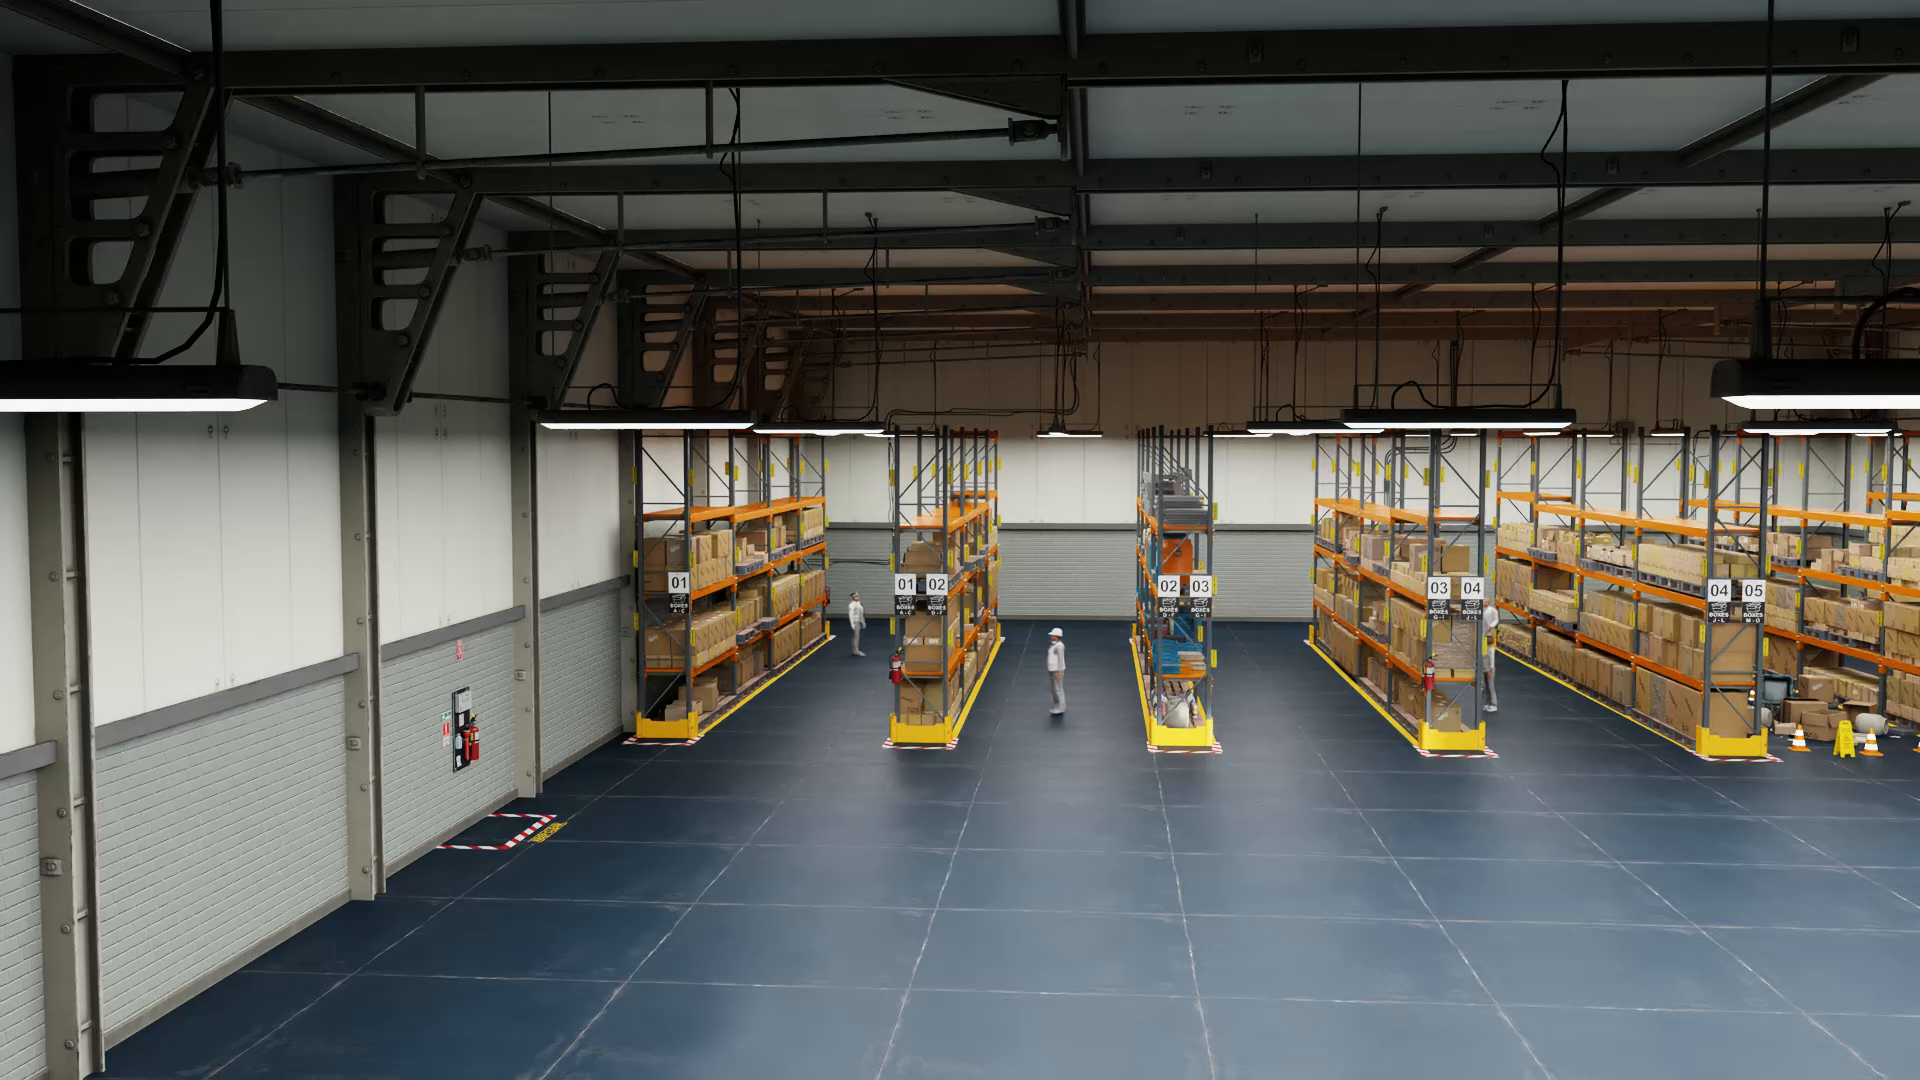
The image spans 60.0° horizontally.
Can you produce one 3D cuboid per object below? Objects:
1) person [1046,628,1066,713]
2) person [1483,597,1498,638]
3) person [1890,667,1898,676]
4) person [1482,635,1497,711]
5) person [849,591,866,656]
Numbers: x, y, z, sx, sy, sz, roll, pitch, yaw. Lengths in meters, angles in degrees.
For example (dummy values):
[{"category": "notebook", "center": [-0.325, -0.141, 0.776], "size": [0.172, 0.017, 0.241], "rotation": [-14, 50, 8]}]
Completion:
[{"category": "person", "center": [2.020, 2.749, 34.869], "size": [0.396, 1.810, 0.628], "rotation": [-1, 4, -15]}, {"category": "person", "center": [13.358, 2.356, 42.245], "size": [0.546, 1.814, 0.935], "rotation": [0, 3, 7]}, {"category": "person", "center": [22.077, 2.518, 39.069], "size": [0.599, 1.755, 0.622], "rotation": [-2, 4, -35]}, {"category": "person", "center": [11.210, 2.817, 35.297], "size": [0.385, 1.617, 0.509], "rotation": [-2, 4, -24]}, {"category": "person", "center": [-2.724, 2.215, 44.444], "size": [0.478, 1.699, 0.525], "rotation": [1, 4, 16]}]
